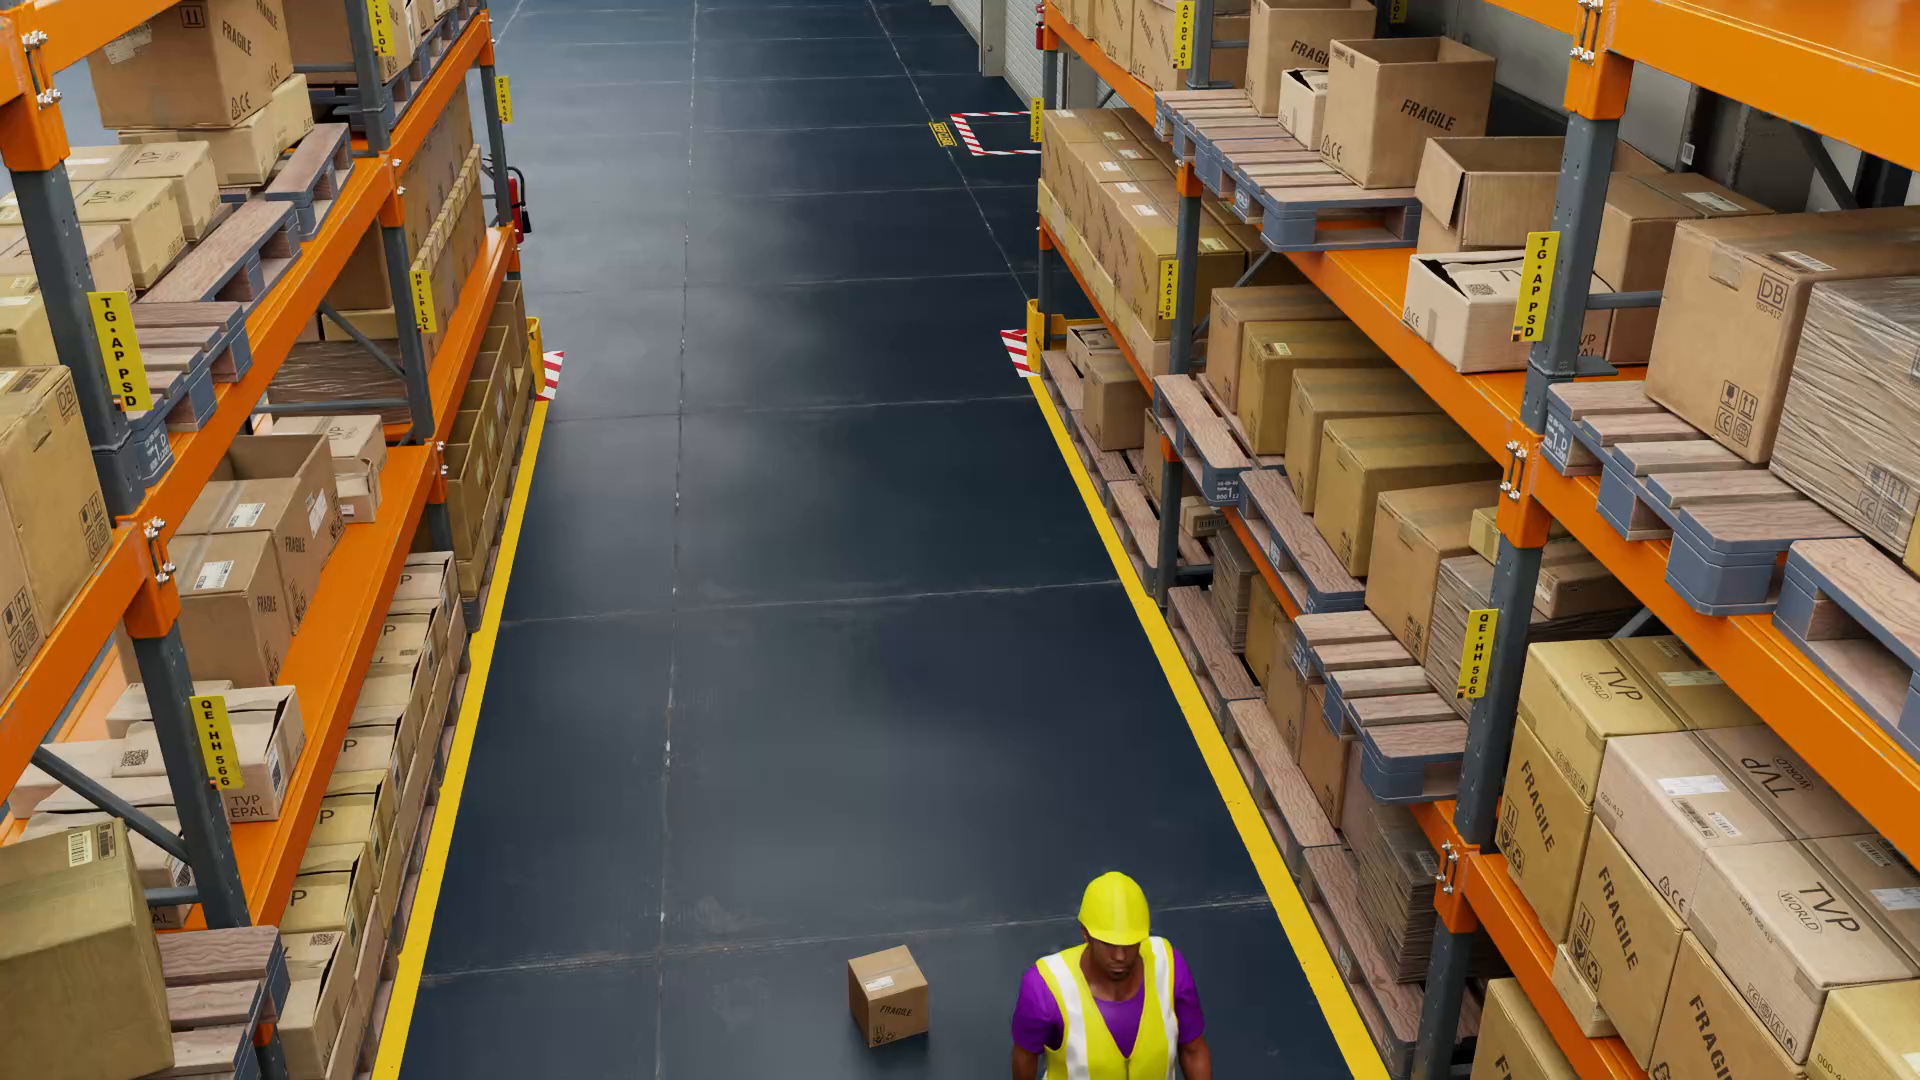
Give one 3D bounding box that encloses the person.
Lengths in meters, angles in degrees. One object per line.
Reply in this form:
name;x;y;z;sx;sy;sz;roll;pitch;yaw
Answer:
person;0.498;1.795;5.027;0.571;1.704;1.027;-8;28;-16
